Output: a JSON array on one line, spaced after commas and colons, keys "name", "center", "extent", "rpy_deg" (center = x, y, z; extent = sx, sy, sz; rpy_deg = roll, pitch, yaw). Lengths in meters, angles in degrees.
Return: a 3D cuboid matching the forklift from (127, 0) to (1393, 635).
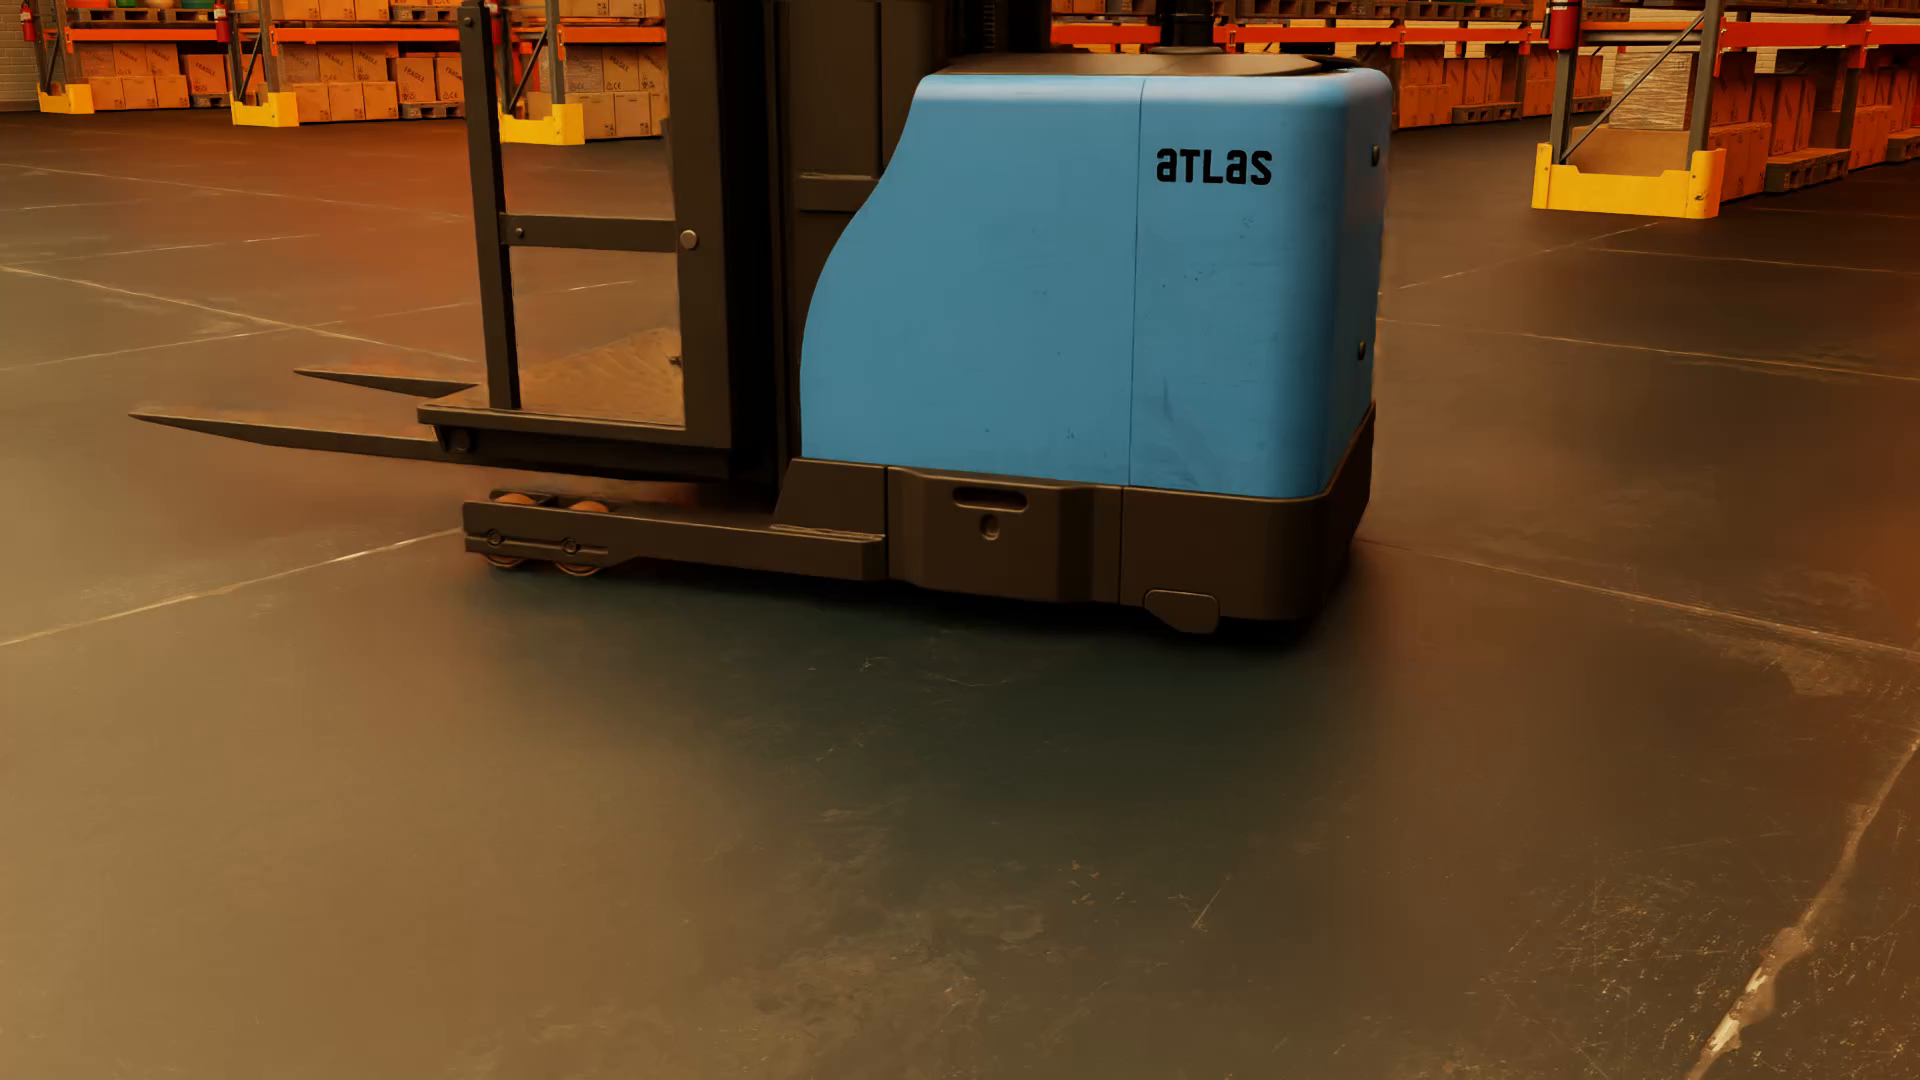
[{"name": "forklift", "center": [-0.586, -1.458, 3.698], "extent": [3.031, 2.935, 1.130], "rpy_deg": [6, 18, 18]}]
